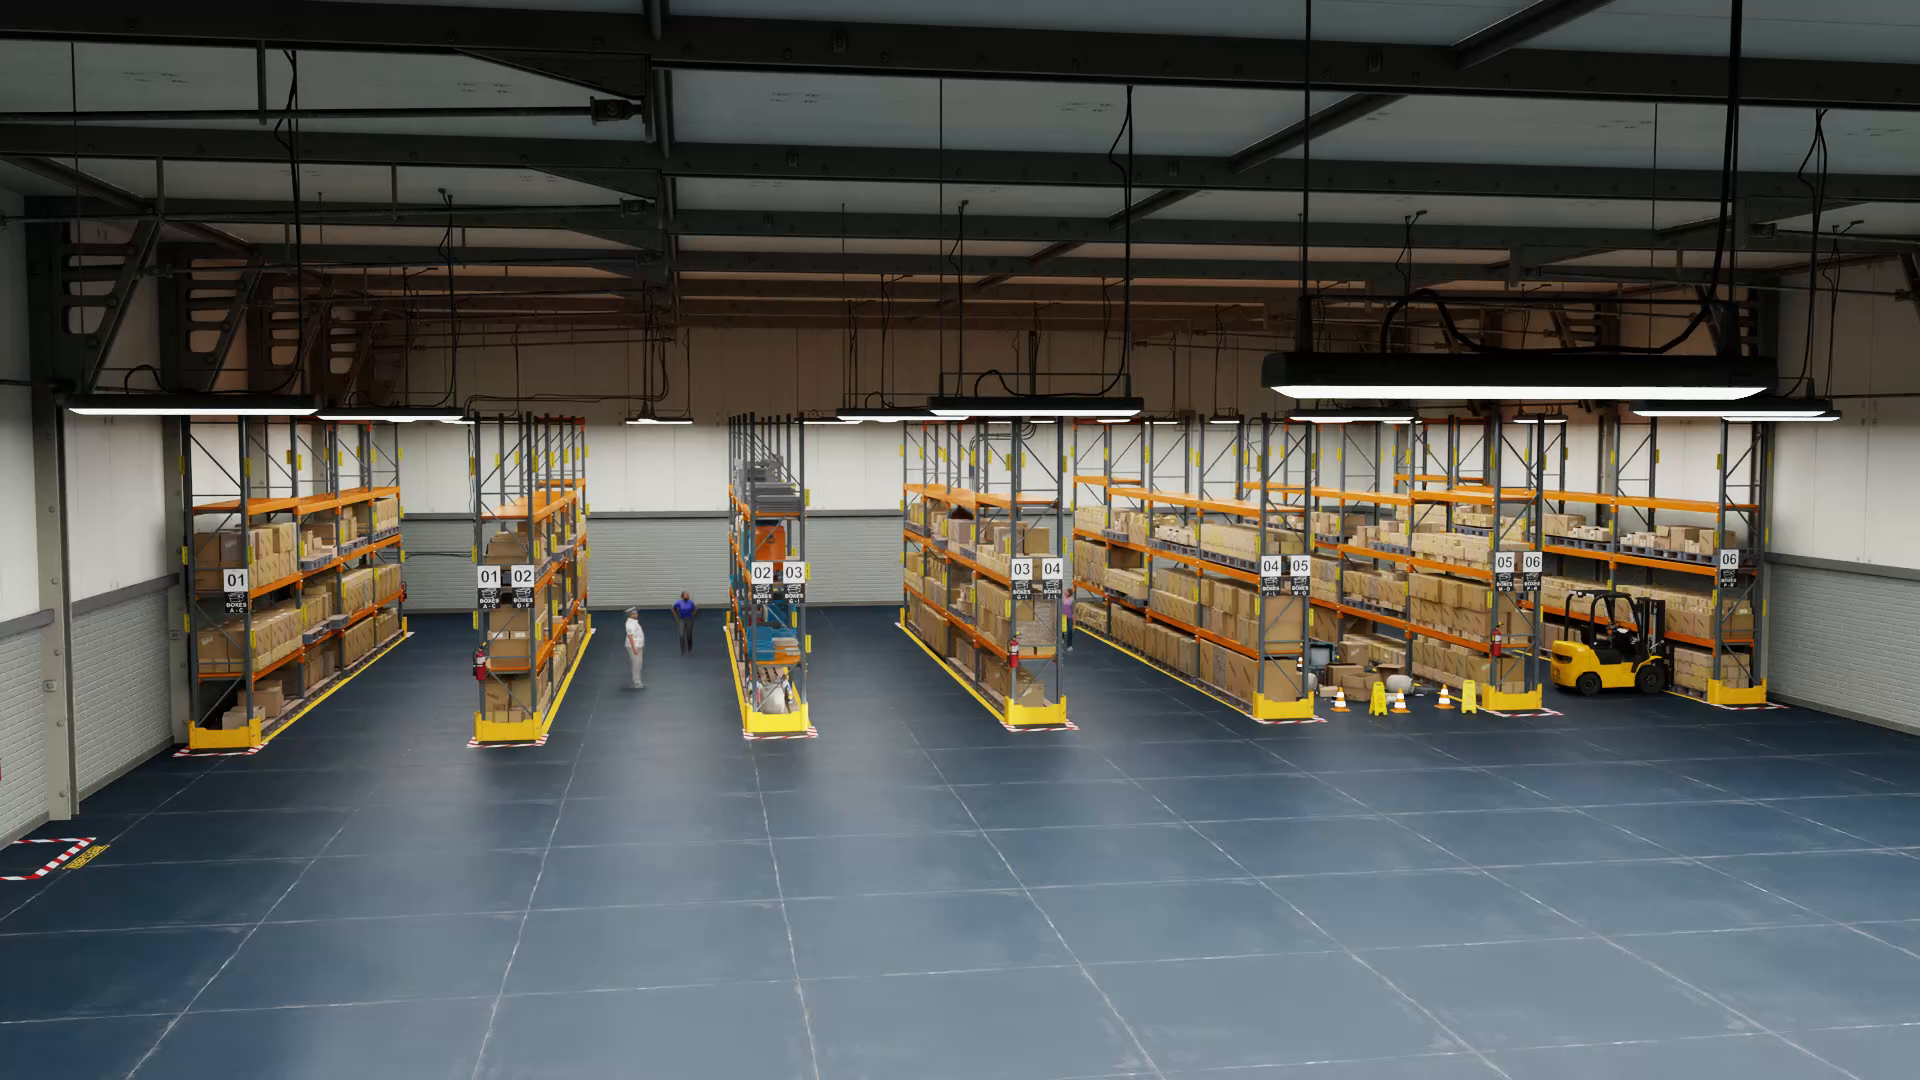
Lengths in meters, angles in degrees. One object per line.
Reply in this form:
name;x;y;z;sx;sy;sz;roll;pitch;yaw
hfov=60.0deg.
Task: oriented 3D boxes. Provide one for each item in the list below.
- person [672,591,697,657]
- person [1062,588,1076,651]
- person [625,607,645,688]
person;-6.900;2.103;41.666;0.602;1.686;0.722;0;4;-3
person;2.655;1.963;41.584;0.502;1.542;0.865;0;4;-3
person;-7.112;2.375;36.728;0.562;1.807;0.569;1;4;15
